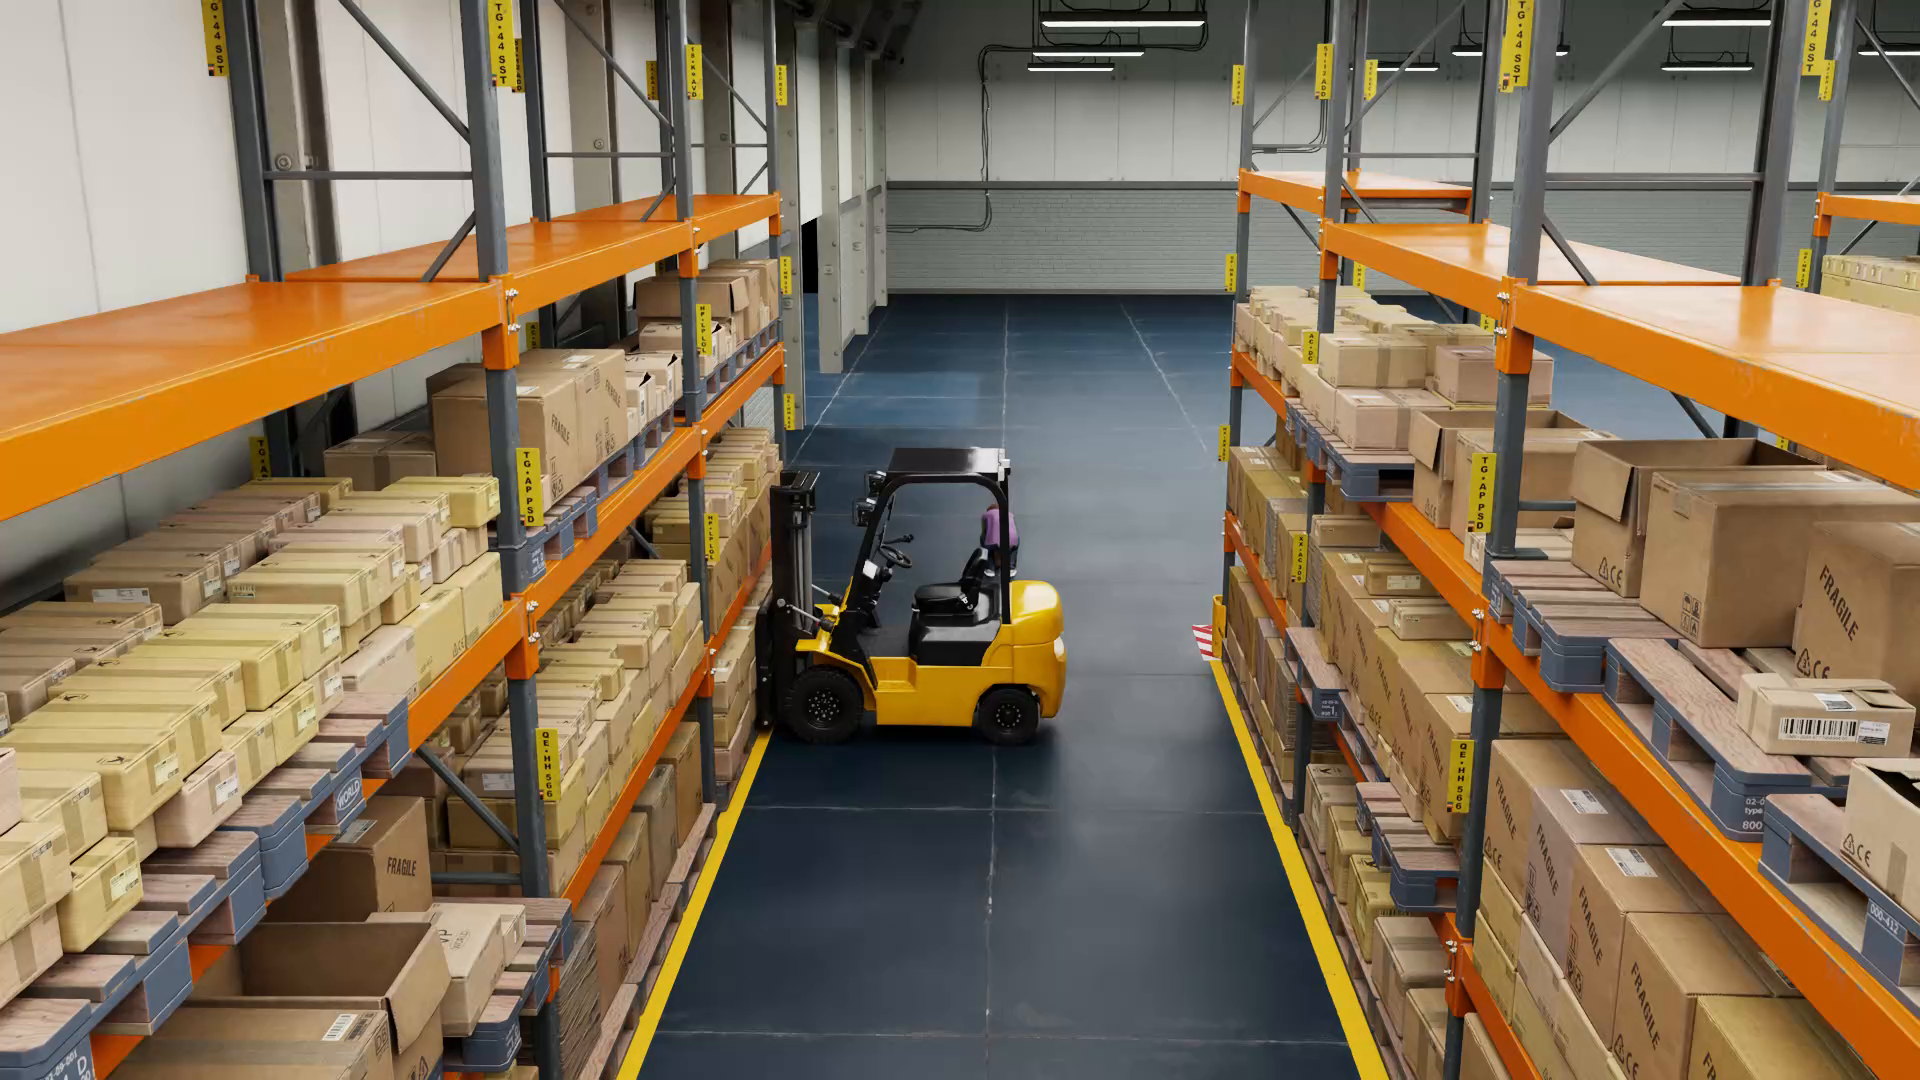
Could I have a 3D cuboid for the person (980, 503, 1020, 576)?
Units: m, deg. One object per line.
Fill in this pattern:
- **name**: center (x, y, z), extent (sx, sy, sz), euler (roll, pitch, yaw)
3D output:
- **person**: center (0.427, 0.032, 17.867), extent (0.428, 0.729, 0.848), euler (0, 14, 0)
